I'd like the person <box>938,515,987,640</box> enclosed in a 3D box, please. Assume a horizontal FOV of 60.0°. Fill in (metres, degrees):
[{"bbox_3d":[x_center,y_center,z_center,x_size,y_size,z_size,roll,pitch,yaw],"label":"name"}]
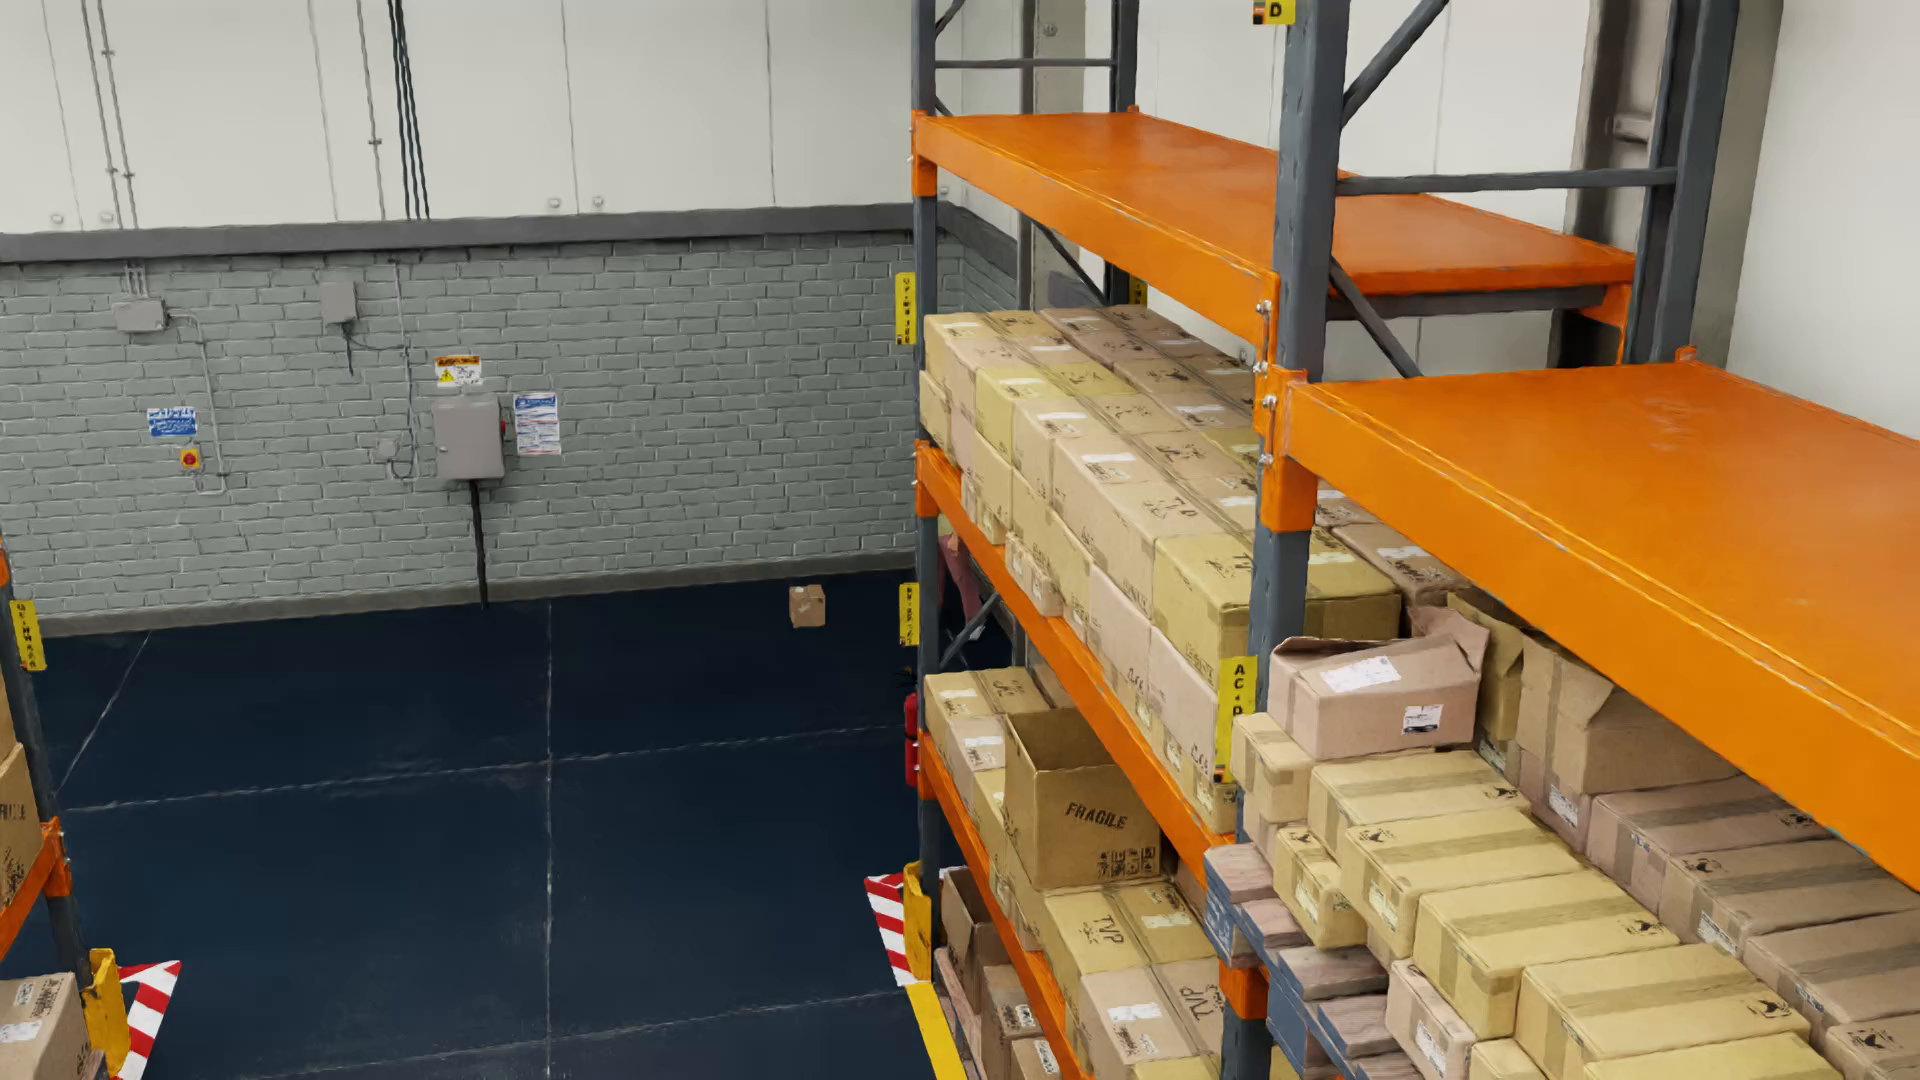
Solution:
[{"bbox_3d":[-0.130,-0.085,12.578,0.621,1.667,0.661,-7,21,-19],"label":"person"}]
